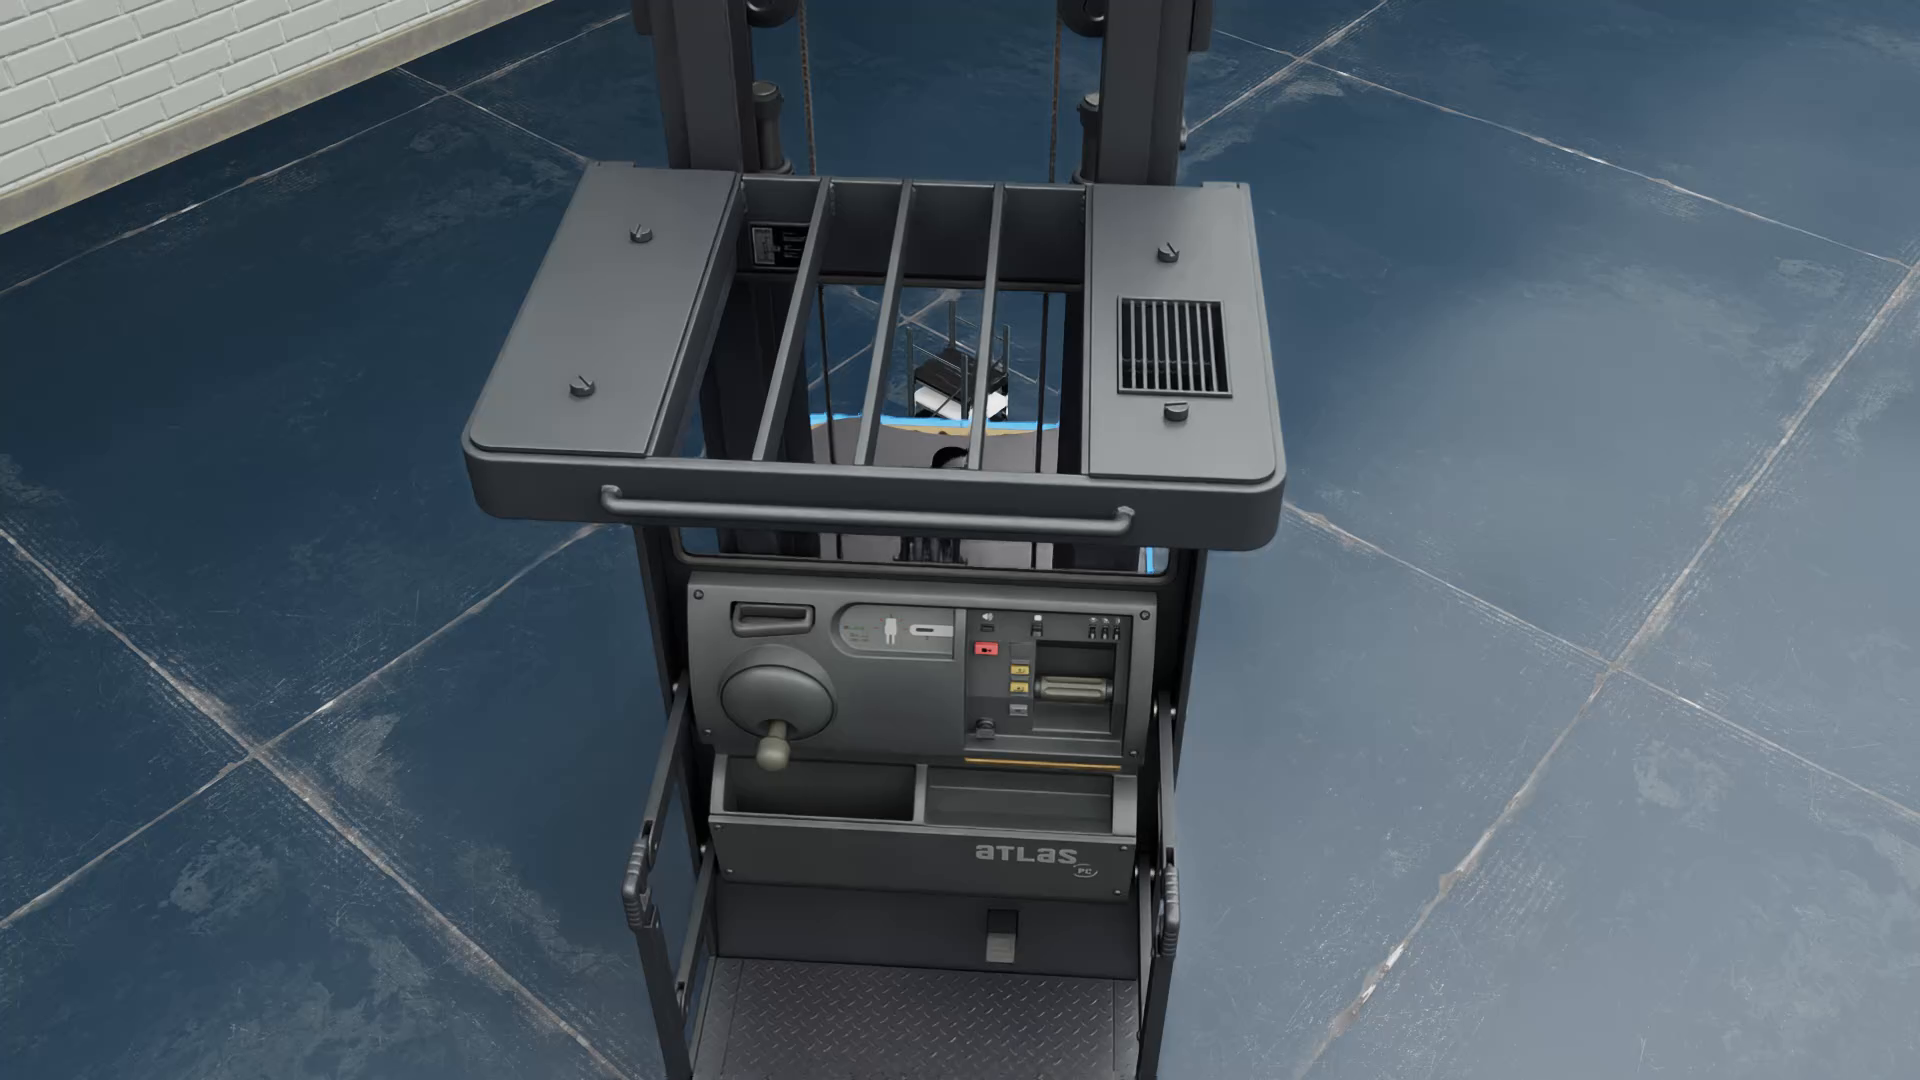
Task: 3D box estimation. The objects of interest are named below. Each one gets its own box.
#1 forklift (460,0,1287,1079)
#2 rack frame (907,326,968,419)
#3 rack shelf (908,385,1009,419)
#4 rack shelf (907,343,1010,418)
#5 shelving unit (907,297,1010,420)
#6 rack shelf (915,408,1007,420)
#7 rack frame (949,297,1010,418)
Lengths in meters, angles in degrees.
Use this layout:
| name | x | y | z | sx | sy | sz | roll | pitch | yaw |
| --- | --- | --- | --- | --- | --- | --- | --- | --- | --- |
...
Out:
| name | x | y | z | sx | sy | sz | roll | pitch | yaw |
| --- | --- | --- | --- | --- | --- | --- | --- | --- | --- |
| forklift | -0.092 | 0.364 | 3.170 | 1.130 | 2.935 | 3.031 | 3 | 42 | 3 |
| rack frame | -0.071 | -0.276 | 5.385 | 0.240 | 0.900 | 0.006 | 29 | 50 | 28 |
| rack shelf | -0.005 | -0.437 | 5.344 | 0.258 | 0.077 | 0.200 | 29 | 50 | 28 |
| rack shelf | -0.005 | -0.504 | 5.283 | 0.258 | 0.077 | 0.200 | 29 | 50 | 28 |
| shelving unit | -0.005 | -0.329 | 5.443 | 0.258 | 0.900 | 0.210 | 29 | 50 | 28 |
| rack shelf | -0.005 | -0.371 | 5.405 | 0.258 | 0.077 | 0.200 | 29 | 50 | 28 |
| rack frame | 0.060 | -0.381 | 5.500 | 0.240 | 0.900 | 0.006 | 29 | 50 | 28 |
